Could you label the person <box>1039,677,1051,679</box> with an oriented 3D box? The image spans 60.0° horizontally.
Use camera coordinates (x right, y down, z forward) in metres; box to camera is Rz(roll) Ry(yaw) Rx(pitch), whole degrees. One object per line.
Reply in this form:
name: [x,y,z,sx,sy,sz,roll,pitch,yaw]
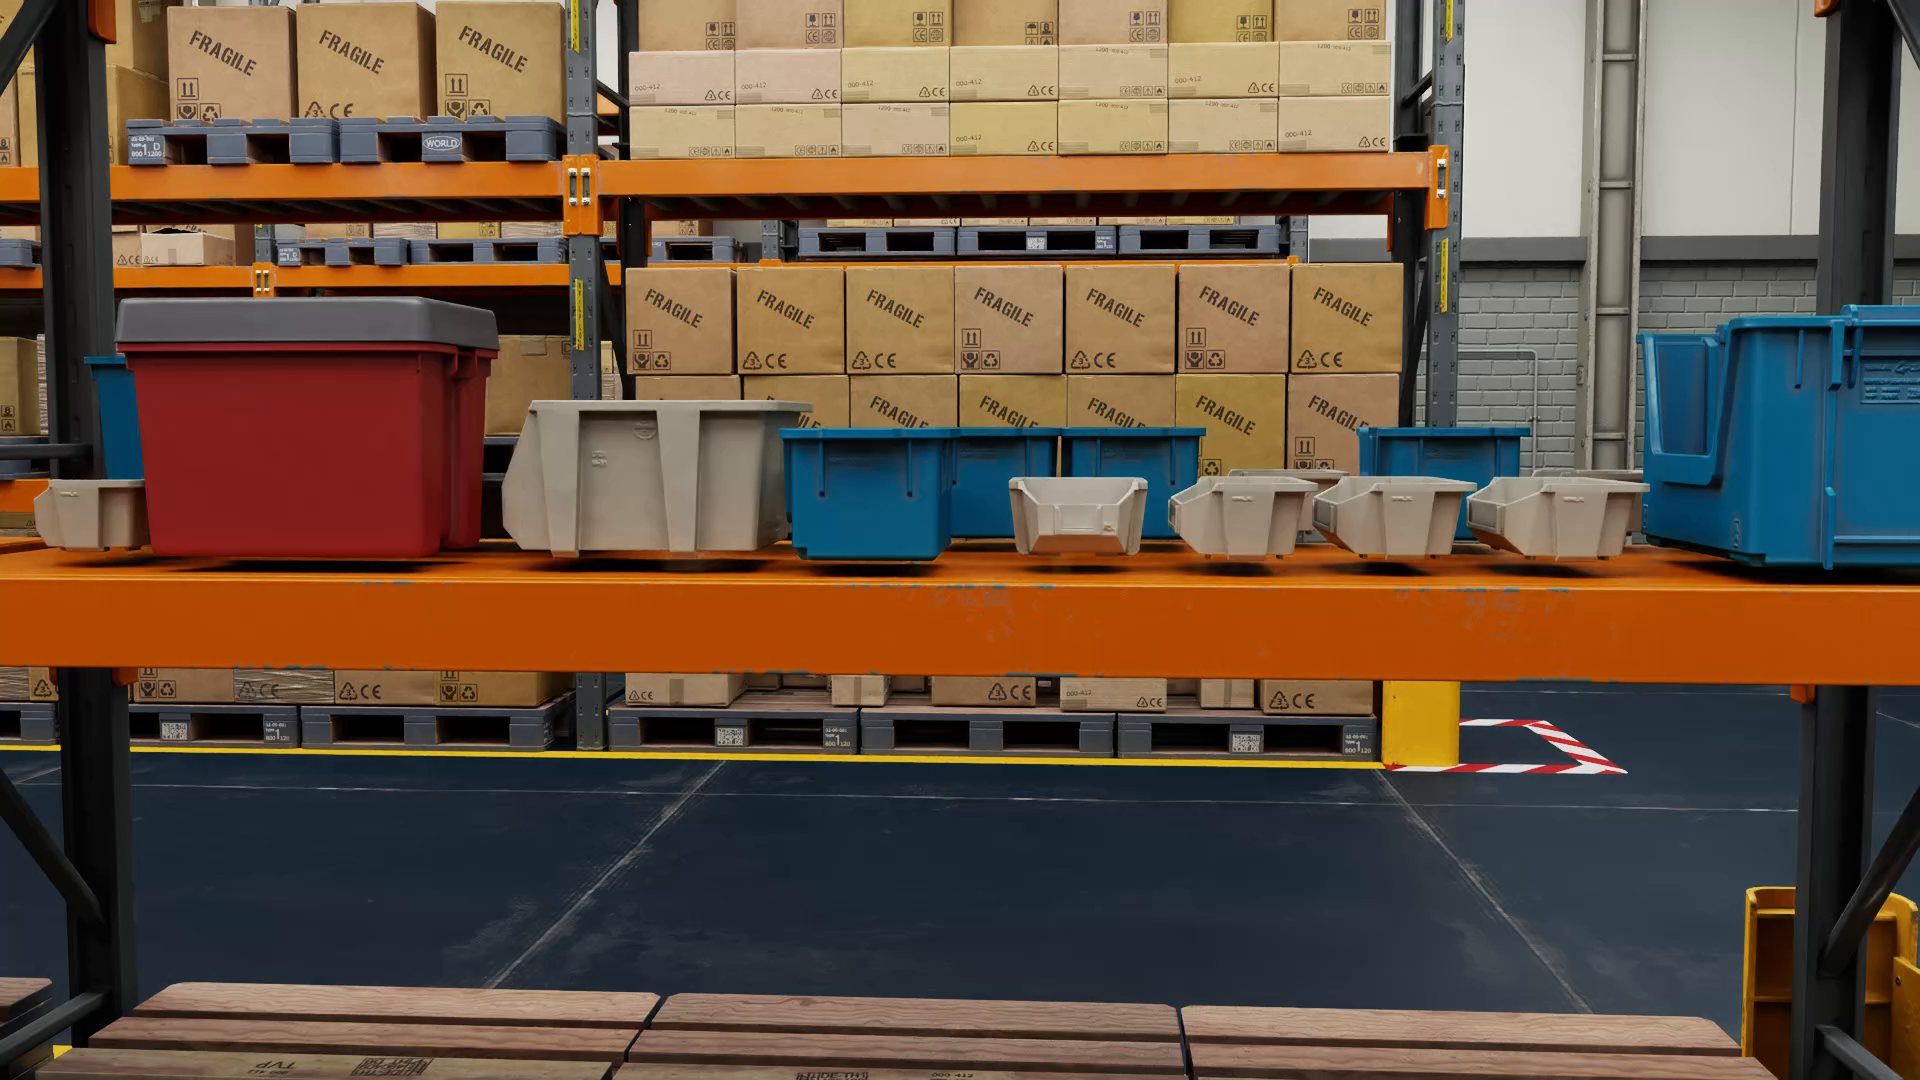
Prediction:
person: [0.688,-0.009,10.241,0.533,1.743,0.584,0,4,3]
